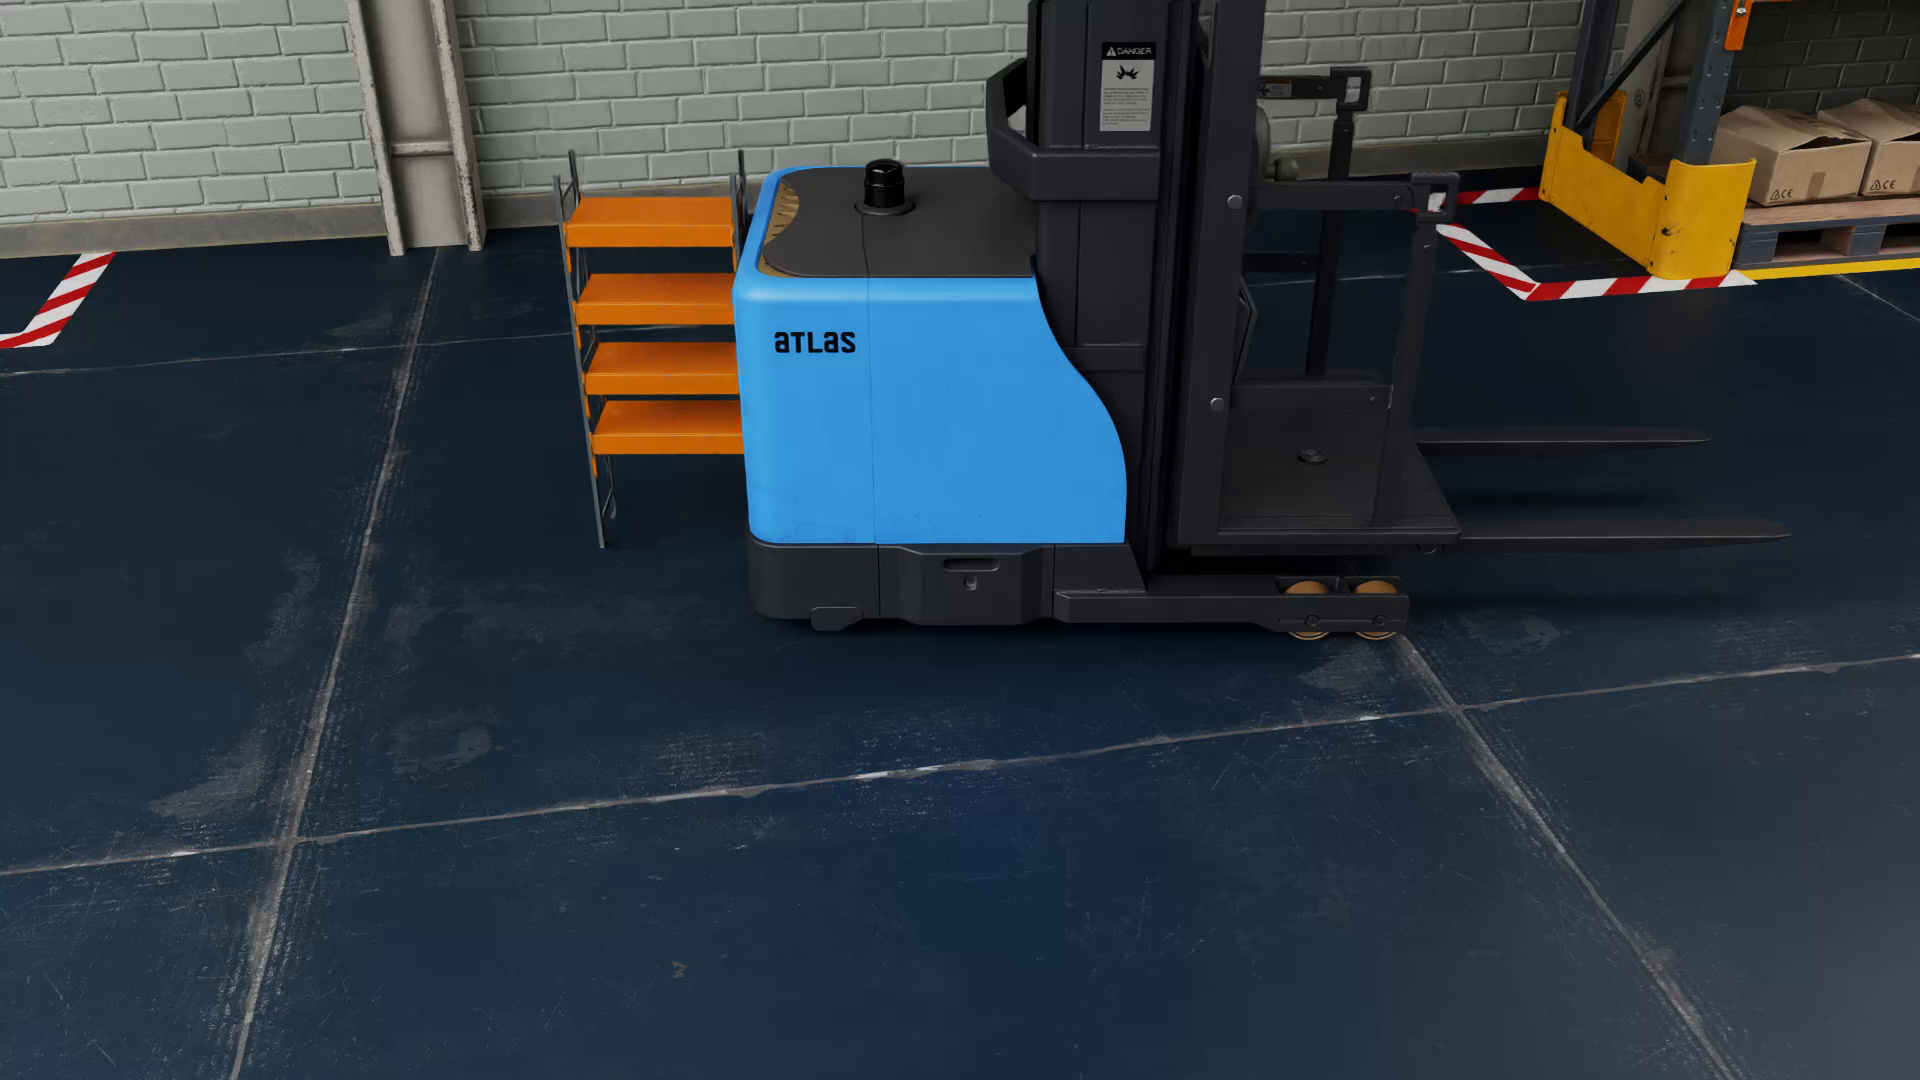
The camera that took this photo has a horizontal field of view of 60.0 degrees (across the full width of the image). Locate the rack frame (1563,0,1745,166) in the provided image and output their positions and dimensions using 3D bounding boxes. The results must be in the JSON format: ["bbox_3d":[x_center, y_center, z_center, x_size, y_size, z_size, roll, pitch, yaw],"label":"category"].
[{"bbox_3d":[3.004,-2.705,6.892,0.127,3.000,1.000,-5,31,-9],"label":"rack frame"}]

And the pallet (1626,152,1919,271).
[{"bbox_3d":[3.884,-1.567,7.706,1.213,0.211,1.003,-5,31,-9],"label":"pallet"}]

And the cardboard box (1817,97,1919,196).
[{"bbox_3d":[4.261,-1.806,7.581,0.500,0.311,0.500,-3,31,-5],"label":"cardboard box"}]

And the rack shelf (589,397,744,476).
[{"bbox_3d":[-0.875,-0.321,5.137,0.480,0.148,0.258,0,30,0],"label":"rack shelf"}]

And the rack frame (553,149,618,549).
[{"bbox_3d":[-1.119,-0.549,5.000,0.015,1.200,0.240,0,30,0],"label":"rack frame"}]

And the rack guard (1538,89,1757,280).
[{"bbox_3d":[3.078,-1.635,7.537,0.348,0.500,1.175,-5,31,-9],"label":"rack guard"}]

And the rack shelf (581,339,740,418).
[{"bbox_3d":[-0.875,-0.492,5.036,0.480,0.148,0.258,0,30,0],"label":"rack shelf"}]

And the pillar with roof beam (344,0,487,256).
[{"bbox_3d":[-1.590,-3.092,1.631,0.400,9.000,9.100,-5,31,-9],"label":"pillar with roof beam"}]

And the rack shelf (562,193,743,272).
[{"bbox_3d":[-0.875,-0.889,4.803,0.480,0.148,0.258,0,30,0],"label":"rack shelf"}]

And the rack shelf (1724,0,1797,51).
[{"bbox_3d":[4.971,-2.578,7.384,4.000,0.370,1.077,-5,31,-9],"label":"rack shelf"}]

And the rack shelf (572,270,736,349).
[{"bbox_3d":[-0.875,-0.685,4.923,0.480,0.148,0.258,0,30,0],"label":"rack shelf"}]

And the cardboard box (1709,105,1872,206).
[{"bbox_3d":[3.700,-1.754,7.493,0.500,0.311,0.500,-9,32,-15],"label":"cardboard box"}]

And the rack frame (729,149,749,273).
[{"bbox_3d":[-0.631,-0.551,5.004,0.015,1.200,0.240,0,30,0],"label":"rack frame"}]

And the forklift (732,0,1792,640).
[{"bbox_3d":[0.906,-1.247,4.480,3.031,2.935,1.130,0,30,0],"label":"forklift"}]

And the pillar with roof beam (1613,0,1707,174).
[{"bbox_3d":[4.312,-3.640,2.563,0.400,9.000,9.100,-5,31,-9],"label":"pillar with roof beam"}]

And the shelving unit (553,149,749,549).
[{"bbox_3d":[-0.875,-0.550,5.002,0.503,1.200,0.258,0,30,0],"label":"shelving unit"}]
